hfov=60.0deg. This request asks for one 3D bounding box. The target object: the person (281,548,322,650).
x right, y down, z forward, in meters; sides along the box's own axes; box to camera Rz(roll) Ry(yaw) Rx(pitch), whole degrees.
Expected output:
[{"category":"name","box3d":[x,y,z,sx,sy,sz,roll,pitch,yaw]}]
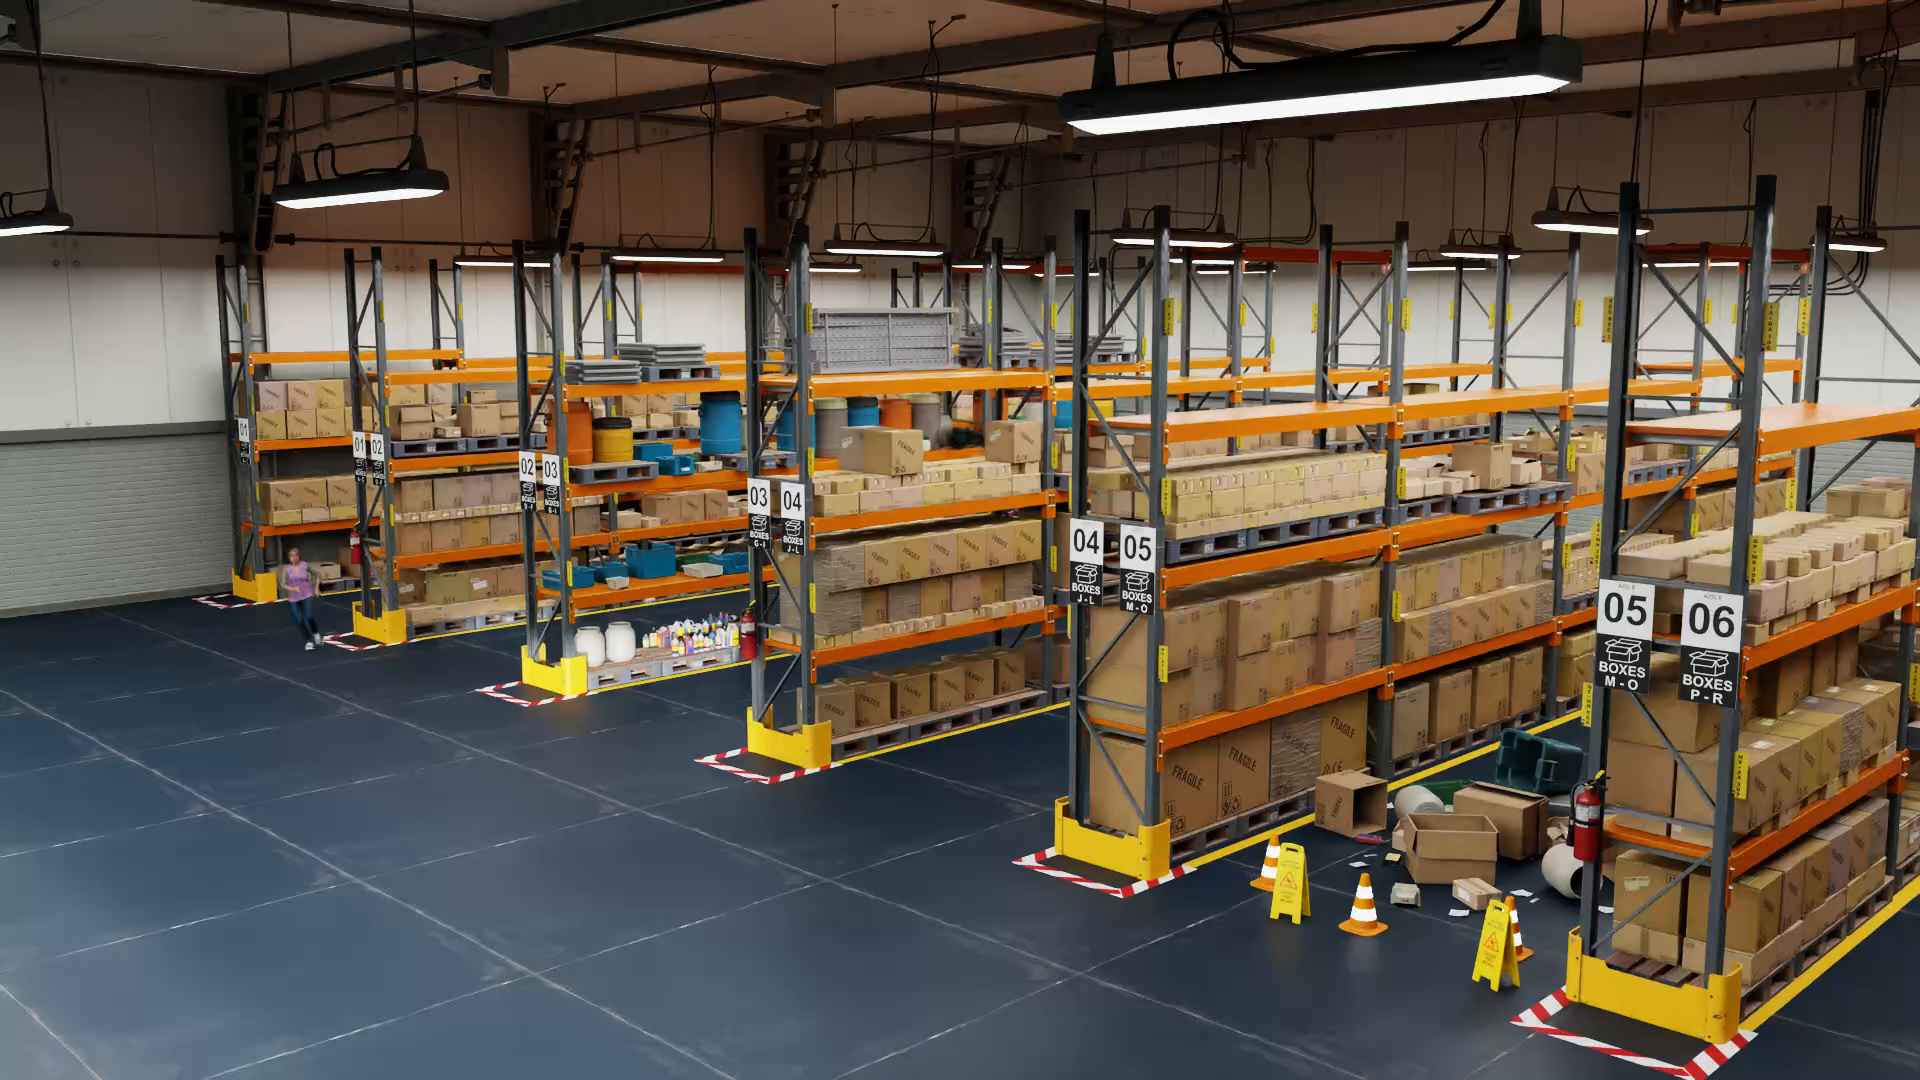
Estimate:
[{"category":"person","box3d":[-9.834,0.890,24.801,0.534,1.549,0.521,-2,8,-14]}]
